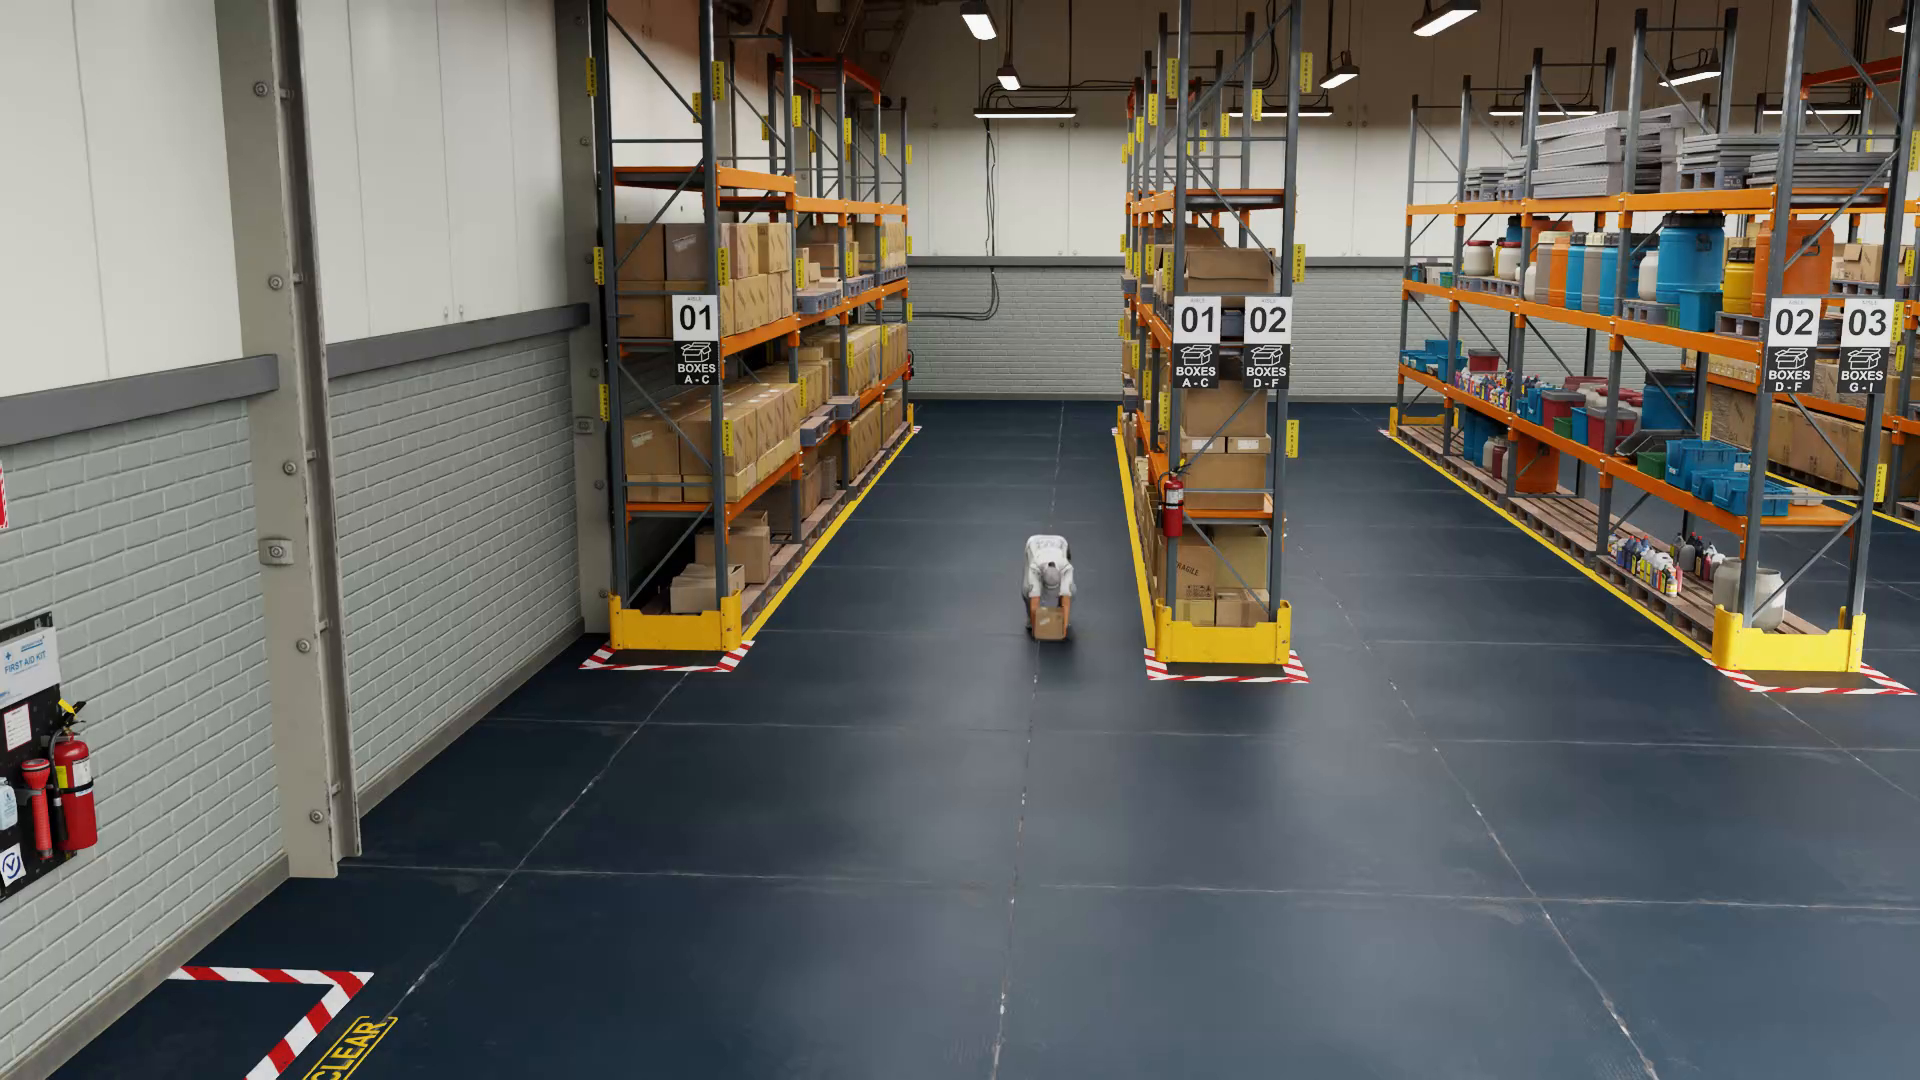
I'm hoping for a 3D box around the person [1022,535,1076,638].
[{"bbox_3d":[0.844,0.428,15.761,0.520,0.887,0.937,0,11,0],"label":"person"}]
